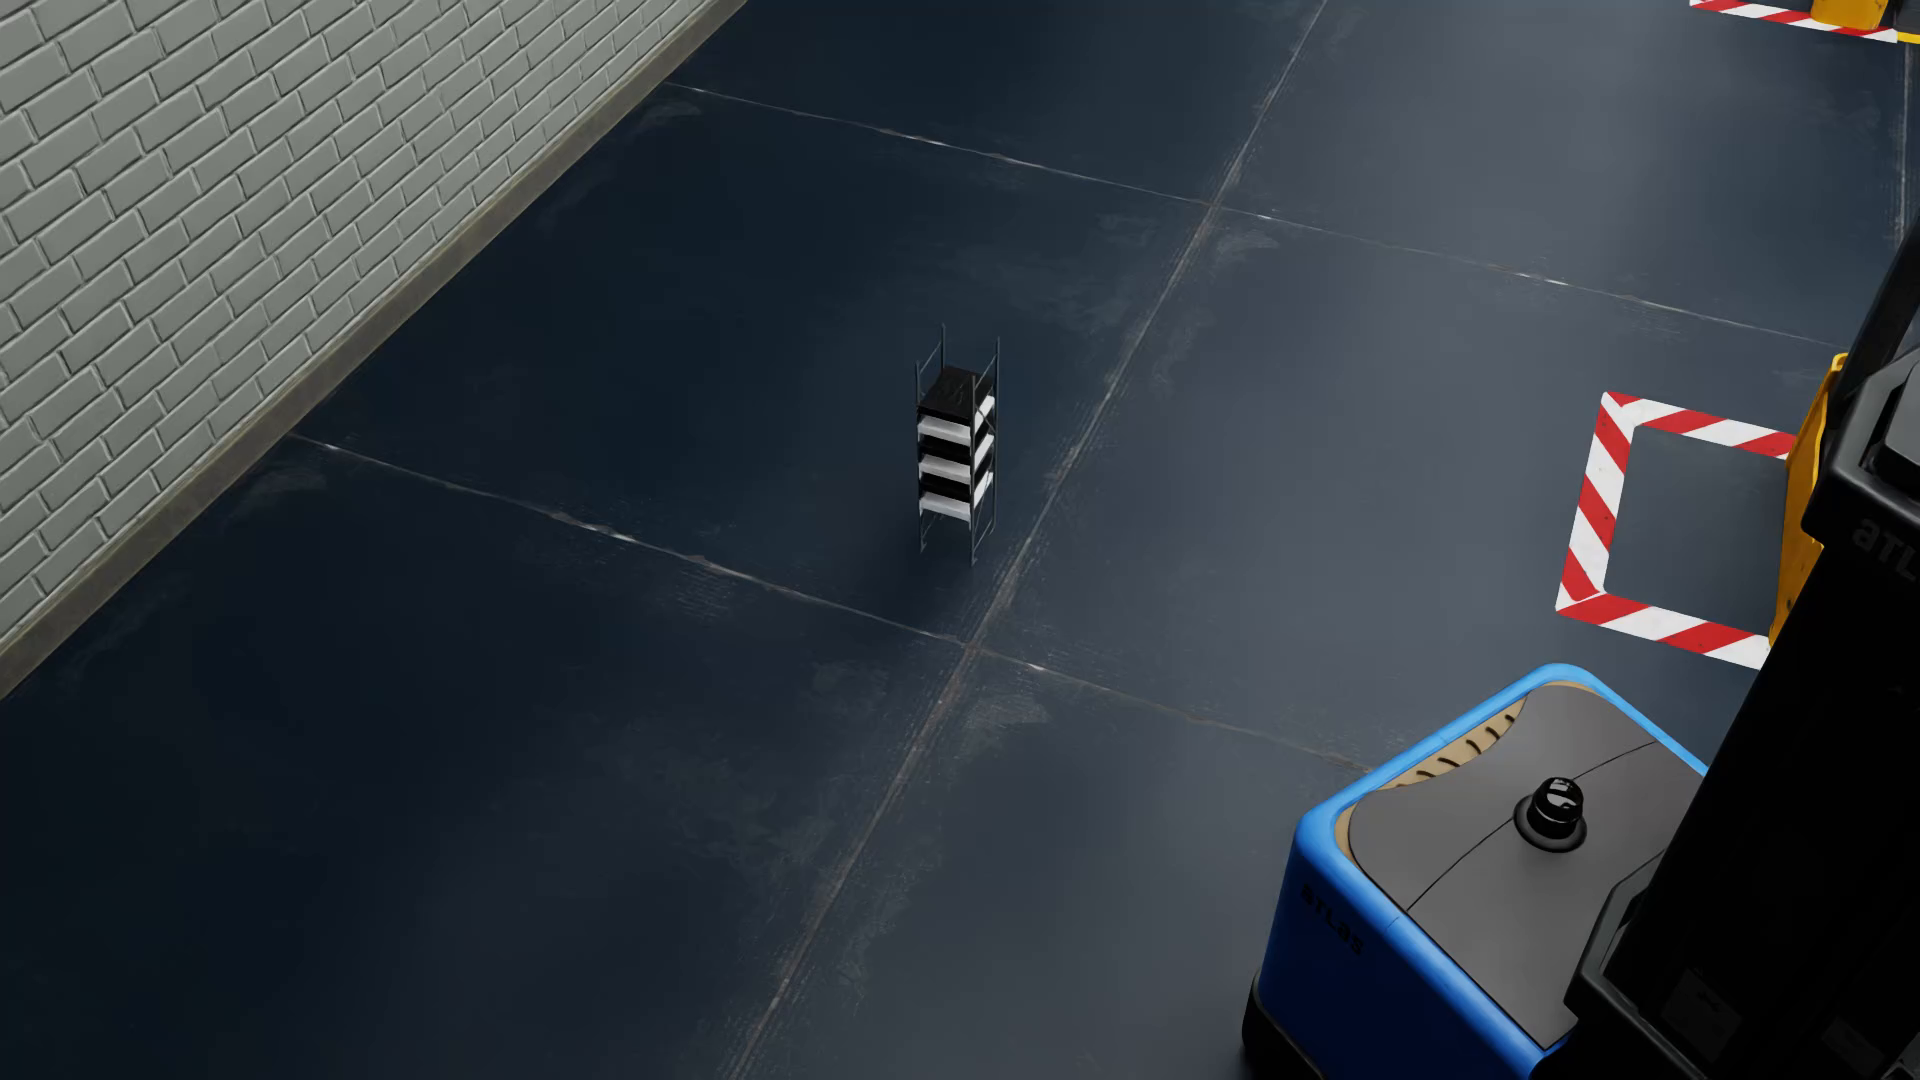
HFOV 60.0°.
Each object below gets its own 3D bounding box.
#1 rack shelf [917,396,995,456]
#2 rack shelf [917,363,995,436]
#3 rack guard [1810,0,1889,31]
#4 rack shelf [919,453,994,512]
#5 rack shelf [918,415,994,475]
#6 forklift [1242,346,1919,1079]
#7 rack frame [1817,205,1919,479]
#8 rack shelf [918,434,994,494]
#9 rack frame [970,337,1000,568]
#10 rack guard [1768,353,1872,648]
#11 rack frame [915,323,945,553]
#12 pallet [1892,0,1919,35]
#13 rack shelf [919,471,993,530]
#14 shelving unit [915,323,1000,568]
[{"bbox_3d":[-0.007,-0.425,5.831,0.200,0.077,0.258,16,47,16],"label":"rack shelf"},{"bbox_3d":[-0.007,-0.489,5.768,0.200,0.077,0.258,16,47,16],"label":"rack shelf"},{"bbox_3d":[5.037,-3.354,9.266,0.348,0.500,1.175,16,47,16],"label":"rack guard"},{"bbox_3d":[-0.007,-0.234,6.022,0.200,0.077,0.258,16,47,16],"label":"rack shelf"},{"bbox_3d":[-0.007,-0.361,5.895,0.200,0.077,0.258,16,47,16],"label":"rack shelf"},{"bbox_3d":[2.047,1.076,3.091,1.130,2.935,3.031,-26,50,-24],"label":"forklift"},{"bbox_3d":[3.154,-1.018,5.147,0.127,3.000,1.000,16,47,16],"label":"rack frame"},{"bbox_3d":[-0.007,-0.298,5.958,0.200,0.077,0.258,16,47,16],"label":"rack shelf"},{"bbox_3d":[0.086,-0.294,5.907,0.006,0.900,0.240,16,47,16],"label":"rack frame"},{"bbox_3d":[3.224,-0.112,6.008,0.348,0.500,1.175,16,47,16],"label":"rack guard"},{"bbox_3d":[-0.101,-0.349,5.963,0.006,0.900,0.240,16,47,16],"label":"rack frame"},{"bbox_3d":[5.810,-3.004,9.120,1.213,0.211,1.003,16,47,16],"label":"pallet"},{"bbox_3d":[-0.007,-0.170,6.085,0.200,0.077,0.258,16,47,16],"label":"rack shelf"},{"bbox_3d":[-0.007,-0.321,5.935,0.210,0.900,0.258,16,47,16],"label":"shelving unit"}]
